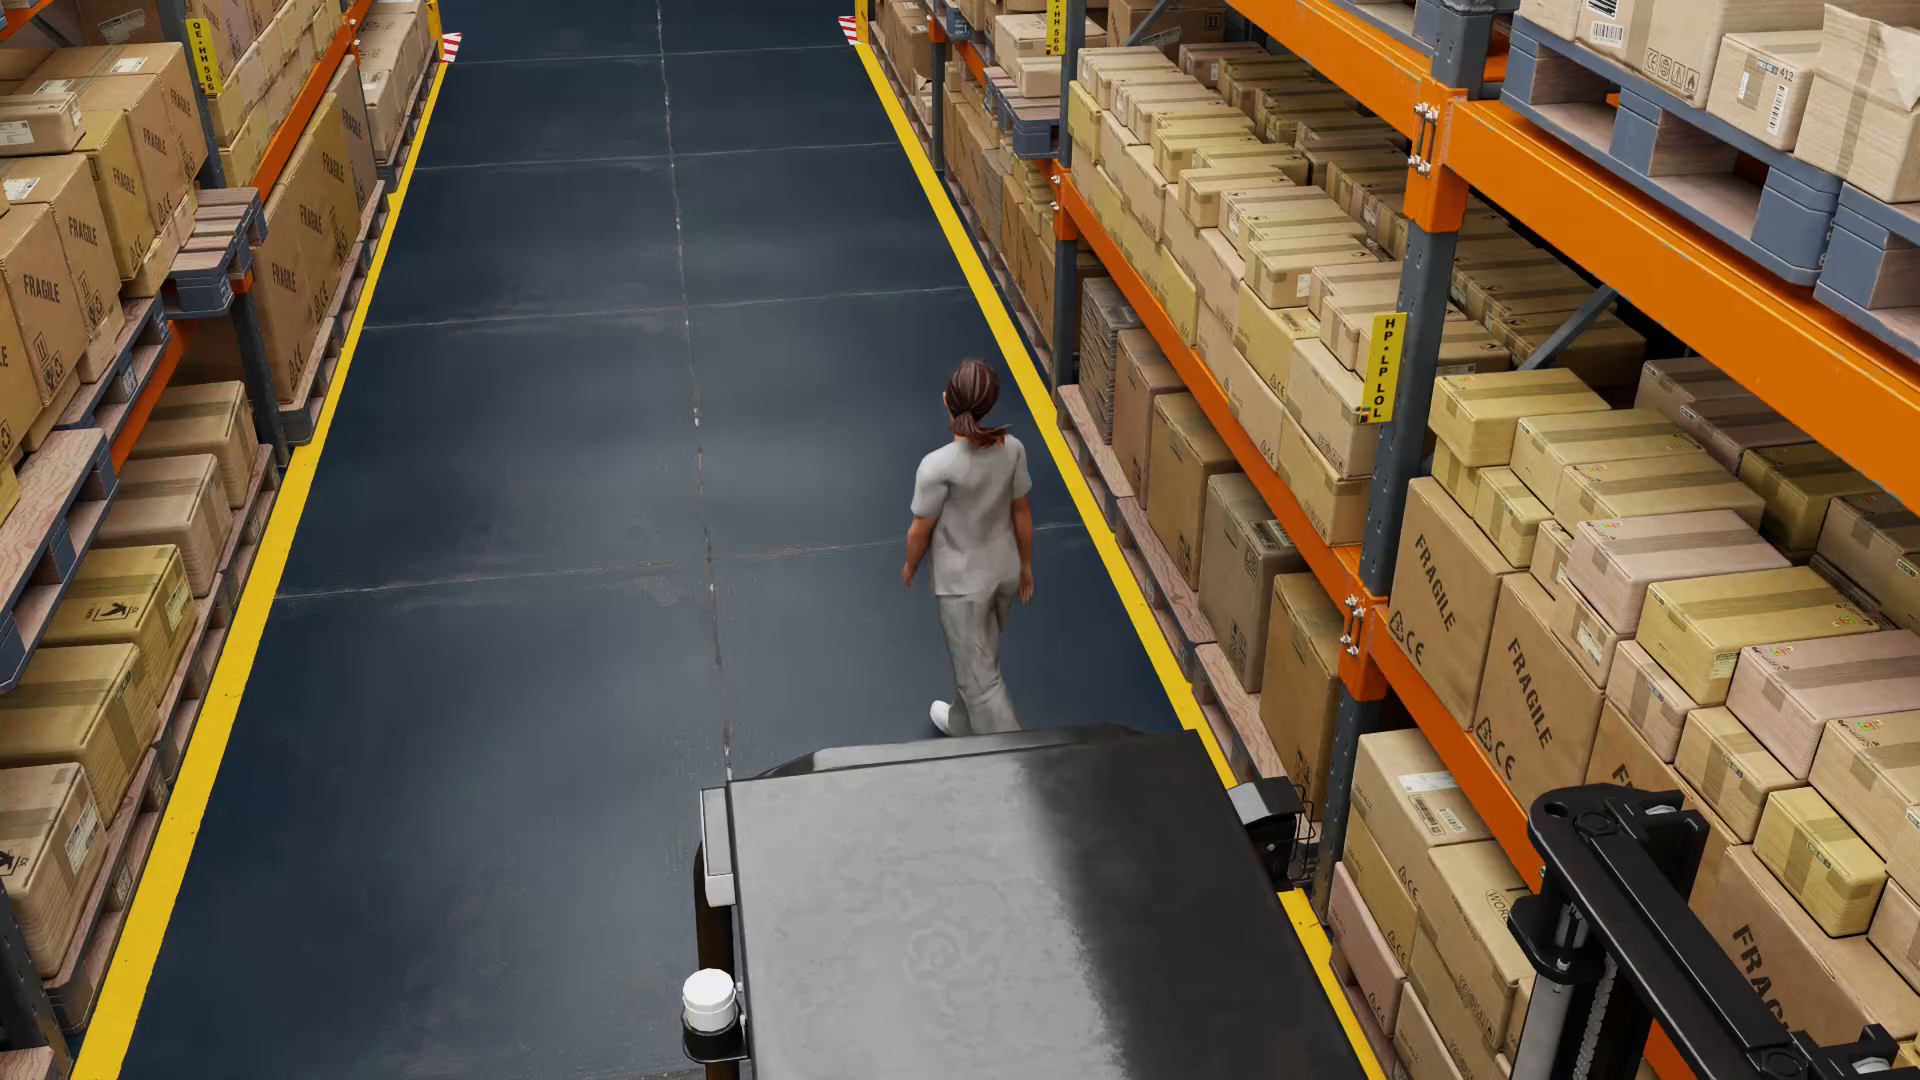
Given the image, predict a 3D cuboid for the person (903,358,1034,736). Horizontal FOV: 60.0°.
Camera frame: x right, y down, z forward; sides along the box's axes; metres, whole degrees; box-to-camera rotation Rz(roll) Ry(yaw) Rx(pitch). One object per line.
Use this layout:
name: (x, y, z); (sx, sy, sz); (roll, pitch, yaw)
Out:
person: (0.047, 0.170, 5.879); (0.484, 1.619, 0.701); (-25, 39, -35)
